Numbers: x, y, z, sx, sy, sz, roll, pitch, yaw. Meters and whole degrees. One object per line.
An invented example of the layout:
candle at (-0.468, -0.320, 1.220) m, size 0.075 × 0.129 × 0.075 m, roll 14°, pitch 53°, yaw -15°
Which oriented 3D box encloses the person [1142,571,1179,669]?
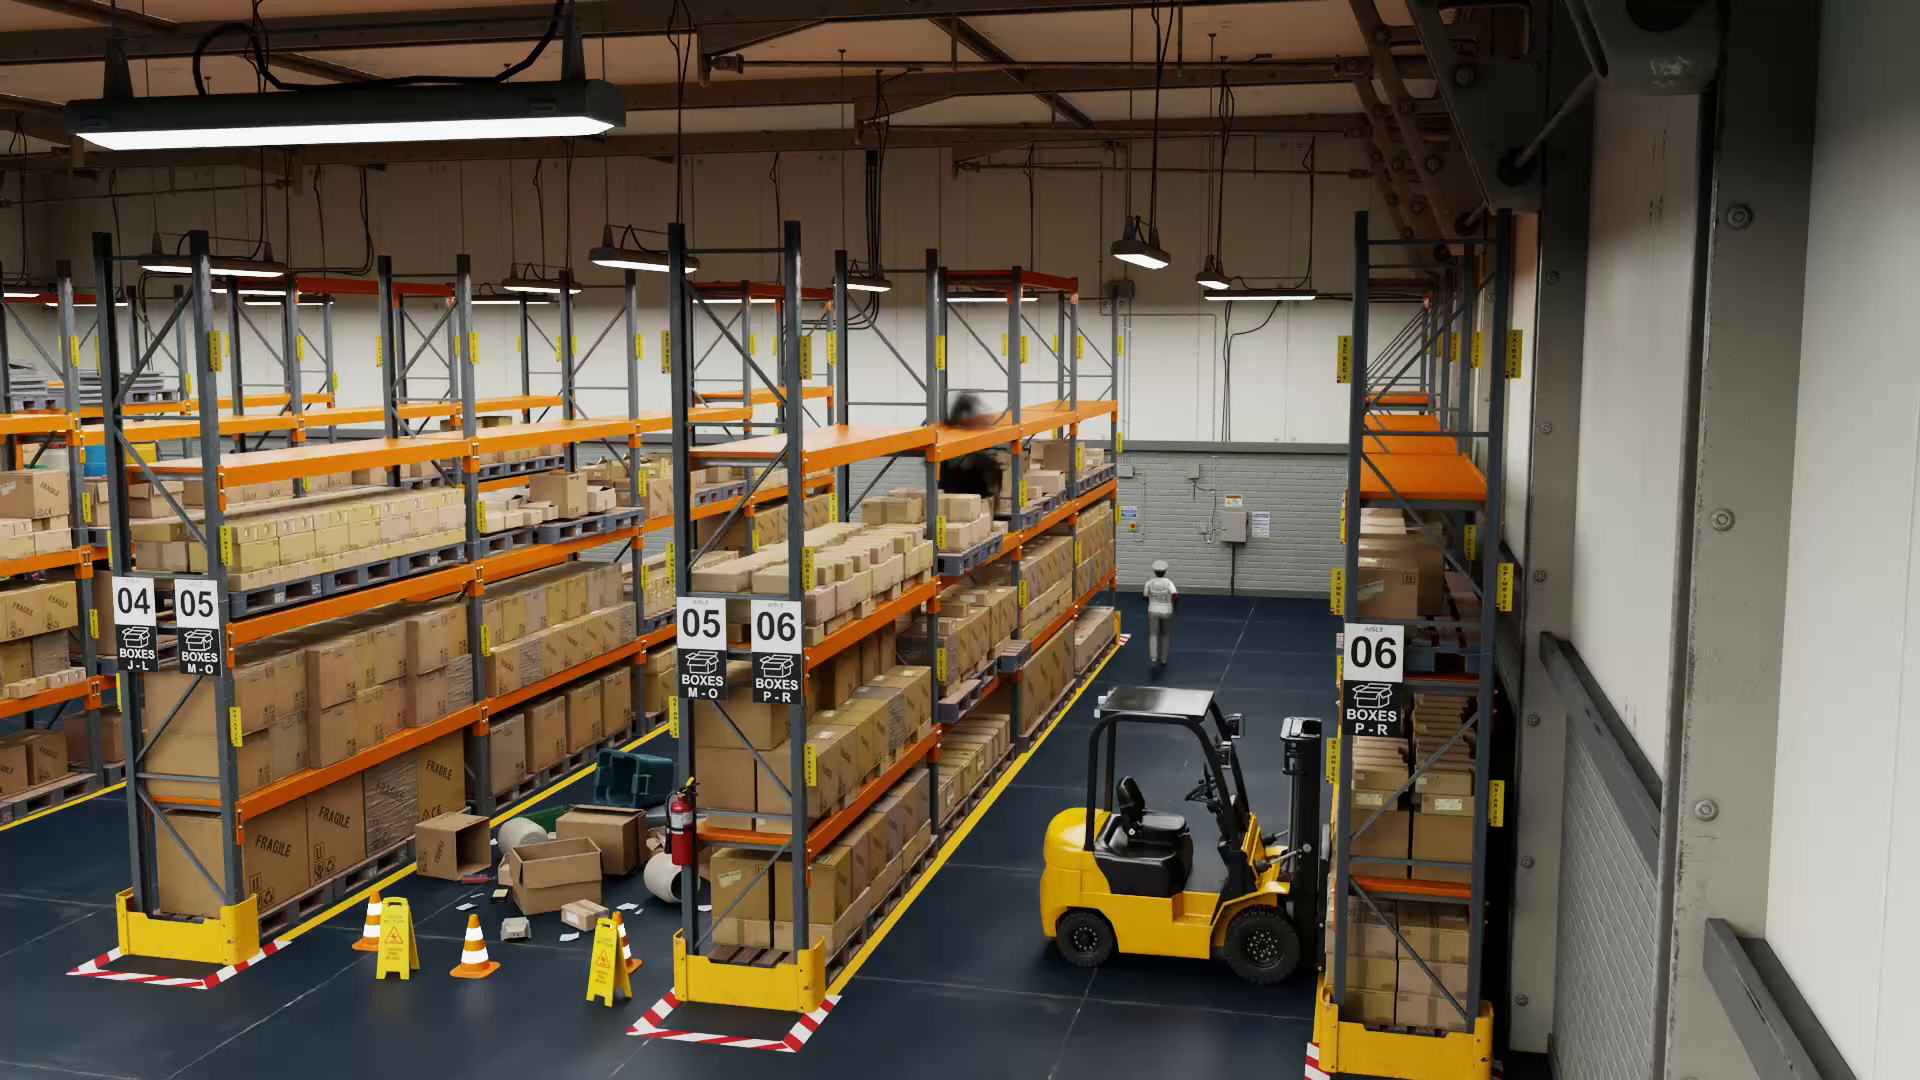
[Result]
person at (3.101, 1.184, 25.792) m, size 0.570 × 1.659 × 0.929 m, roll 1°, pitch 7°, yaw 7°
